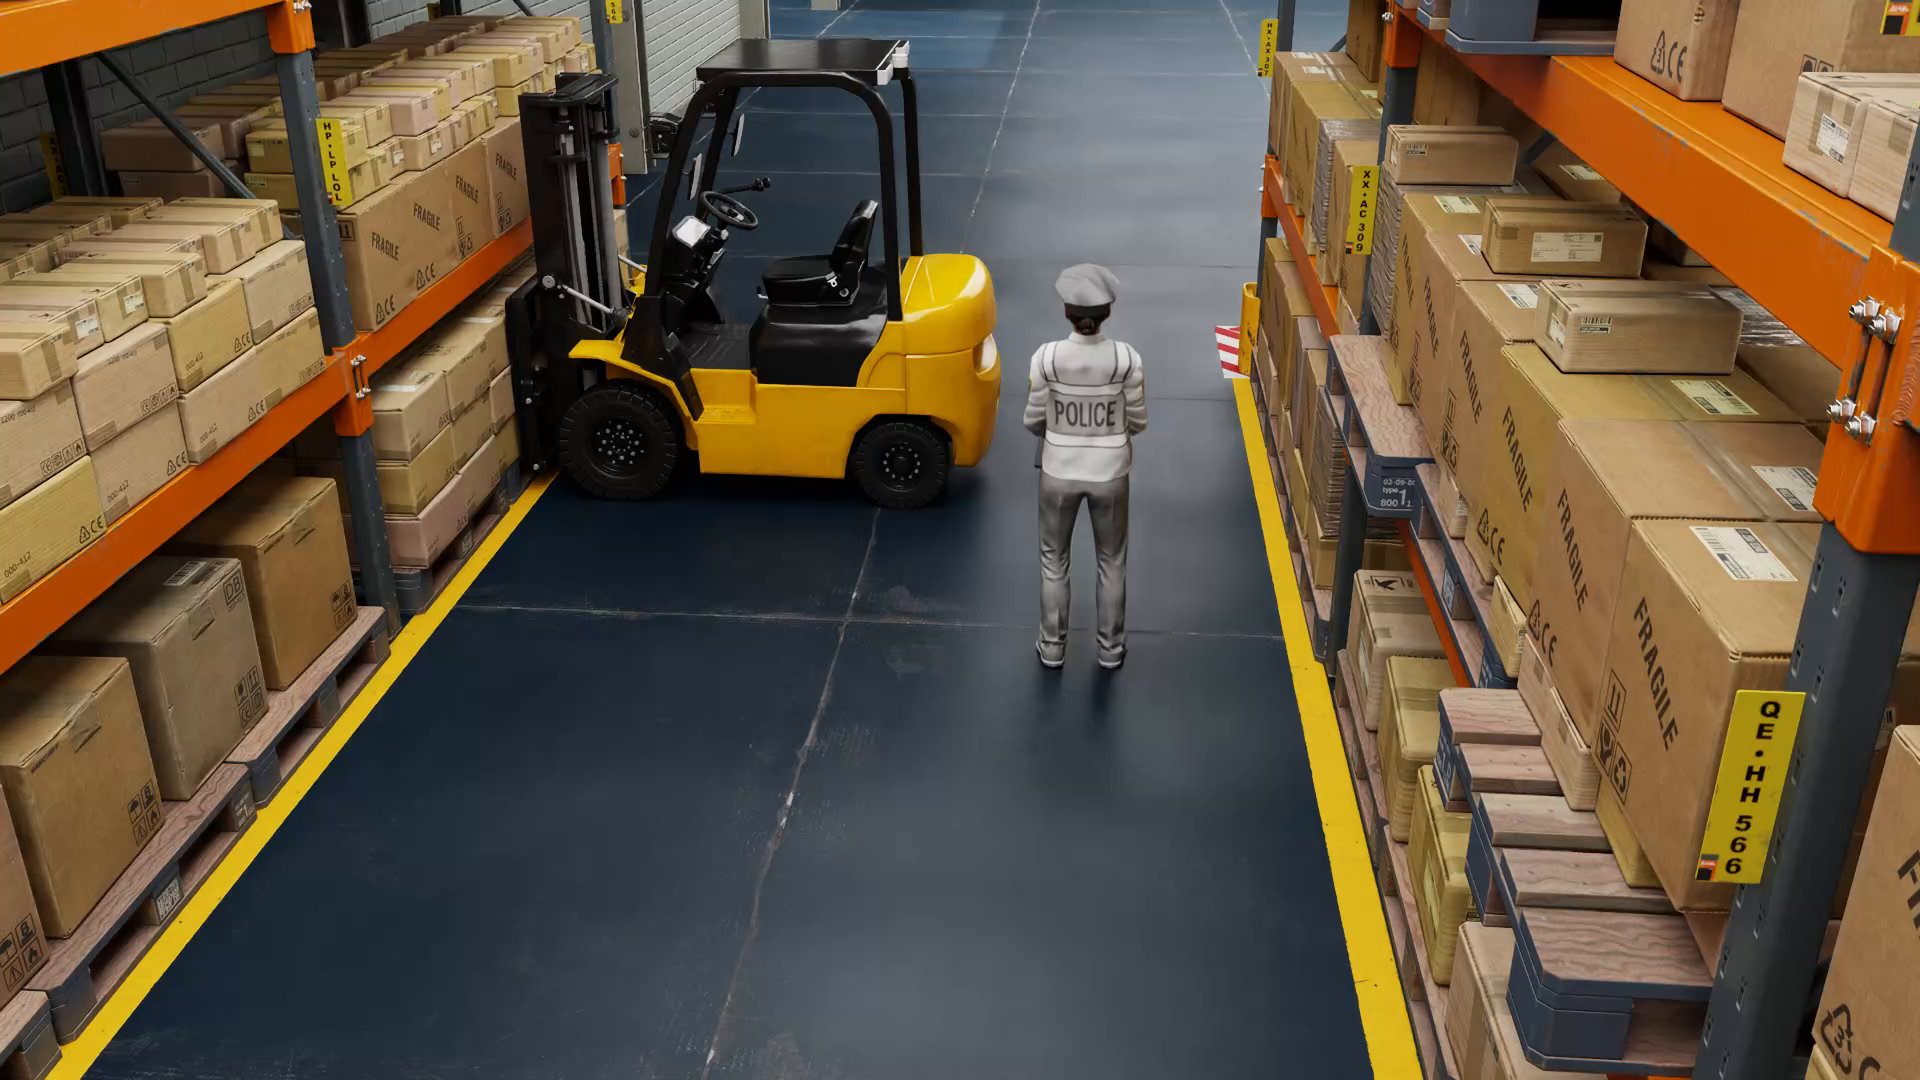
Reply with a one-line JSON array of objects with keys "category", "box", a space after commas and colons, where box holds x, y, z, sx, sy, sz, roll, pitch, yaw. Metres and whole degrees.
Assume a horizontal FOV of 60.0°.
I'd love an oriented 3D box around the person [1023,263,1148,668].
[{"category": "person", "box": [0.499, -0.296, 6.712, 0.489, 1.692, 0.489, 2, 25, 4]}]
